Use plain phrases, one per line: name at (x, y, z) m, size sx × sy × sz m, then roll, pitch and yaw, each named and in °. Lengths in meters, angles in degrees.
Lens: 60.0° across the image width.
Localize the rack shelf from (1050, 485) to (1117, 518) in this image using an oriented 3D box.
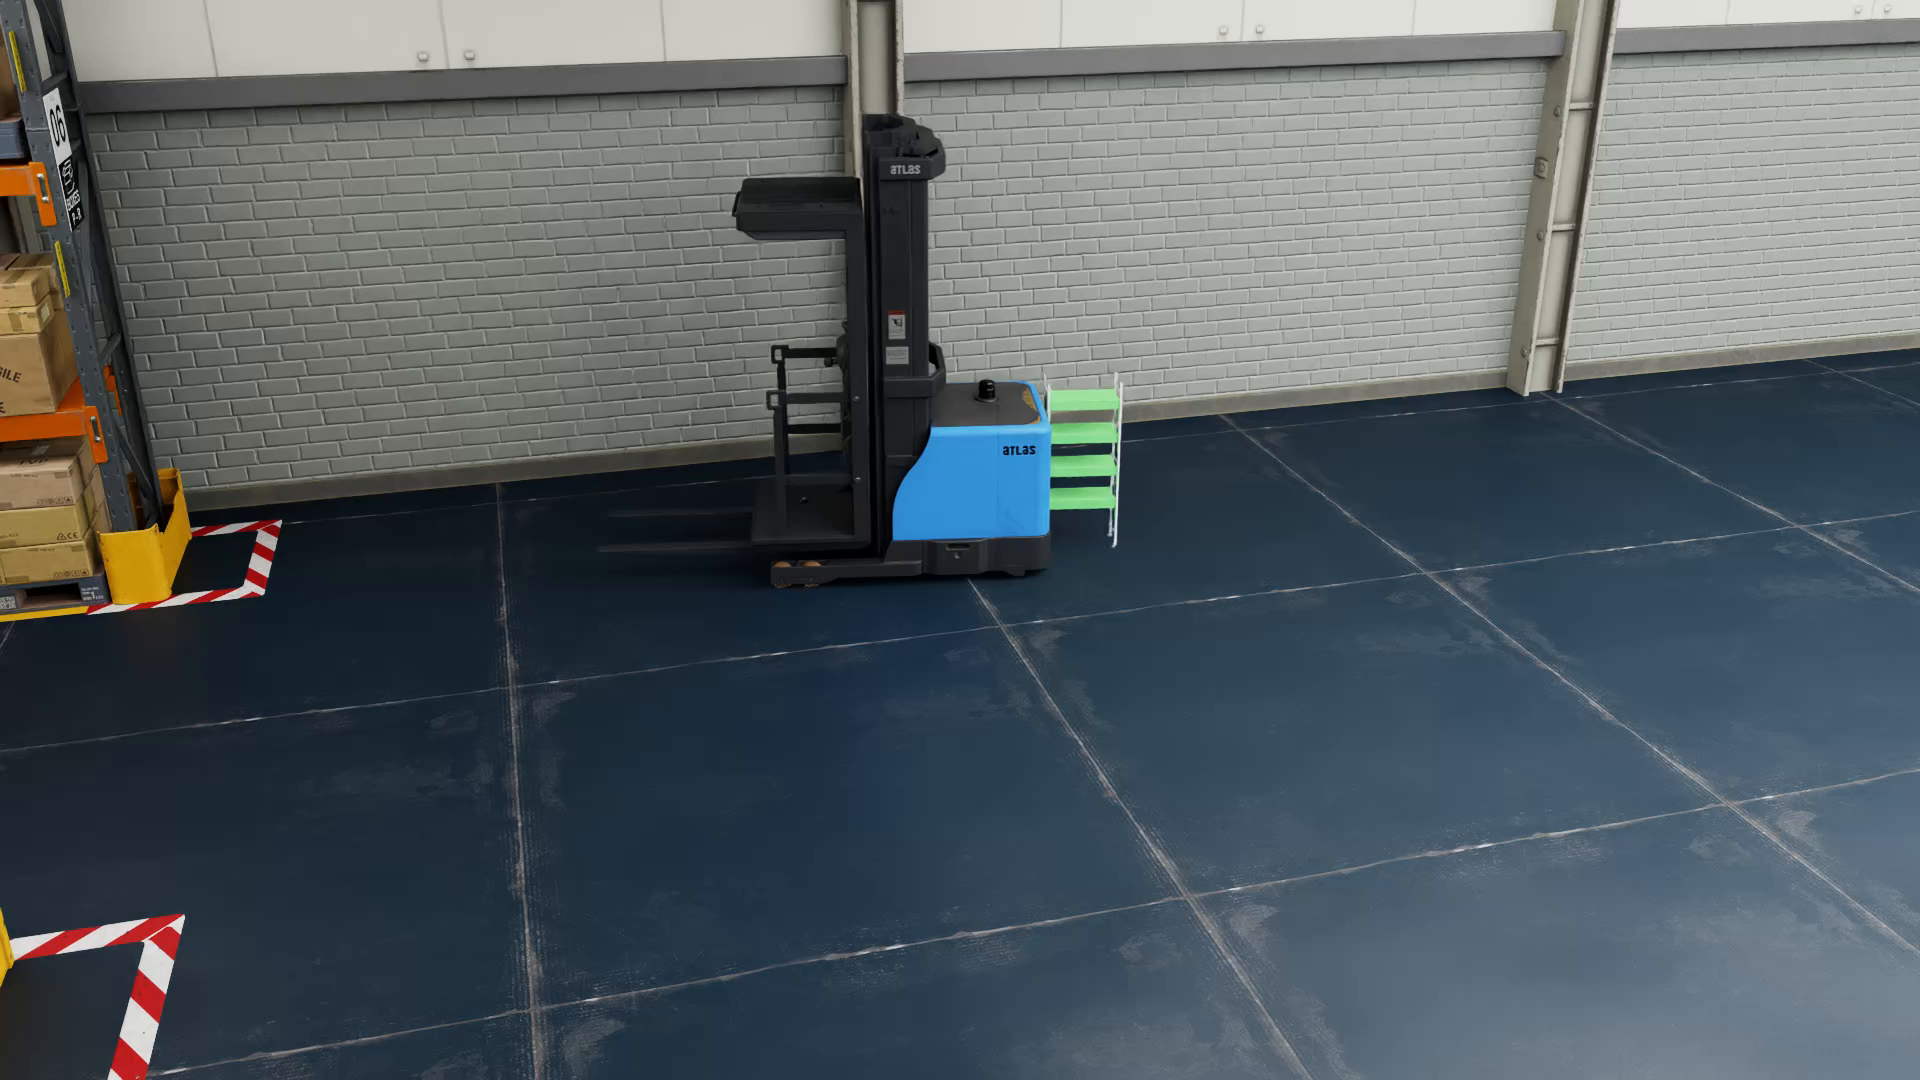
rack shelf at (0.834, -0.264, 11.614) m, size 0.480 × 0.148 × 0.258 m, roll -2°, pitch 23°, yaw -4°

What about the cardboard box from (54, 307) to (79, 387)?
cardboard box at (-6.055, -1.285, 10.814) m, size 0.500 × 0.500 × 0.500 m, roll -6°, pitch 24°, yaw -13°

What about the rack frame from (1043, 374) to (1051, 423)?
rack frame at (0.591, -0.536, 11.477) m, size 0.015 × 1.200 × 0.240 m, roll -2°, pitch 23°, yaw -4°

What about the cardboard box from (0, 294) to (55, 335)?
cardboard box at (-5.761, -1.387, 10.229) m, size 0.250 × 0.149 × 0.380 m, roll -6°, pitch 24°, yaw -14°

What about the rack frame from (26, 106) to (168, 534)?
rack frame at (-5.503, -1.186, 10.711) m, size 0.127 × 3.000 × 1.000 m, roll -6°, pitch 24°, yaw -14°

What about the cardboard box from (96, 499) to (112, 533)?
cardboard box at (-6.029, -0.138, 11.221) m, size 0.500 × 0.250 × 0.500 m, roll -6°, pitch 24°, yaw -14°

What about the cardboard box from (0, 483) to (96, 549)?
cardboard box at (-5.888, -0.175, 10.674) m, size 0.500 × 0.250 × 0.500 m, roll -7°, pitch 24°, yaw -15°

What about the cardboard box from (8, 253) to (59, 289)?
cardboard box at (-5.884, -1.712, 10.610) m, size 0.250 × 0.149 × 0.380 m, roll -7°, pitch 24°, yaw -15°

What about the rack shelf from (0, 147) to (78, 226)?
rack shelf at (-7.429, -2.021, 9.765) m, size 4.000 × 0.370 × 1.077 m, roll -6°, pitch 24°, yaw -14°

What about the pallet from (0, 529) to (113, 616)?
pallet at (-6.228, 0.192, 11.034) m, size 1.213 × 0.211 × 1.003 m, roll -6°, pitch 24°, yaw -14°

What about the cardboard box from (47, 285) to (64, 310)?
cardboard box at (-5.900, -1.593, 10.708) m, size 0.250 × 0.149 × 0.380 m, roll -7°, pitch 24°, yaw -16°

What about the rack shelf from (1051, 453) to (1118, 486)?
rack shelf at (0.834, -0.484, 11.519) m, size 0.480 × 0.148 × 0.258 m, roll -2°, pitch 23°, yaw -4°

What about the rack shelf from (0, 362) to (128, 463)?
rack shelf at (-7.429, -0.643, 10.356) m, size 4.000 × 0.370 × 1.077 m, roll -6°, pitch 24°, yaw -14°

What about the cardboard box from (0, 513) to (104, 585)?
cardboard box at (-5.870, 0.054, 10.774) m, size 0.500 × 0.250 × 0.500 m, roll -6°, pitch 24°, yaw -14°

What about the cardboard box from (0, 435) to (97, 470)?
cardboard box at (-6.017, -0.596, 11.021) m, size 0.500 × 0.250 × 0.500 m, roll -7°, pitch 24°, yaw -15°

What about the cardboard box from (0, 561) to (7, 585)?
cardboard box at (-6.352, 0.104, 10.659) m, size 0.500 × 0.250 × 0.500 m, roll -6°, pitch 24°, yaw -14°

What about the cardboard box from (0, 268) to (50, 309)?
cardboard box at (-5.791, -1.549, 10.229) m, size 0.250 × 0.149 × 0.380 m, roll -6°, pitch 24°, yaw -14°

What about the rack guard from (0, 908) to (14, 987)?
rack guard at (-4.232, 1.855, 6.794) m, size 0.348 × 0.500 × 1.175 m, roll -6°, pitch 24°, yaw -14°

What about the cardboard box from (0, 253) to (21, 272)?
cardboard box at (-6.157, -1.708, 10.599) m, size 0.250 × 0.149 × 0.380 m, roll -5°, pitch 24°, yaw -13°

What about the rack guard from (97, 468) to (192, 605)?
rack guard at (-5.480, -0.040, 11.210) m, size 0.348 × 0.500 × 1.175 m, roll -6°, pitch 24°, yaw -14°

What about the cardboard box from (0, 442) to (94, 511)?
cardboard box at (-5.862, -0.408, 10.583) m, size 0.500 × 0.250 × 0.500 m, roll -5°, pitch 24°, yaw -13°

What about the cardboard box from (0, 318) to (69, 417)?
cardboard box at (-5.906, -1.080, 10.336) m, size 0.500 × 0.500 × 0.500 m, roll -7°, pitch 24°, yaw -16°

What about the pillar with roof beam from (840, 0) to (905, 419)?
pillar with roof beam at (0.523, -3.216, 7.833) m, size 0.400 × 9.000 × 9.100 m, roll -6°, pitch 24°, yaw -14°

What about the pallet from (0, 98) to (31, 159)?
pallet at (-6.191, -2.459, 9.984) m, size 1.213 × 0.211 × 1.003 m, roll -6°, pitch 24°, yaw -14°

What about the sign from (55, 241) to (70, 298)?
sign at (-5.370, -1.620, 9.952) m, size 0.005 × 0.325 × 0.100 m, roll -6°, pitch 24°, yaw -14°

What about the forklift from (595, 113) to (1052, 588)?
forklift at (-0.933, -1.246, 10.937) m, size 3.031 × 2.935 × 1.130 m, roll -2°, pitch 23°, yaw -4°

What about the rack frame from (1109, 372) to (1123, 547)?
rack frame at (1.077, -0.550, 11.511) m, size 0.015 × 1.200 × 0.240 m, roll -2°, pitch 23°, yaw -4°

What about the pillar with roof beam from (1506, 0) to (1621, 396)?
pillar with roof beam at (6.300, -3.855, 9.322) m, size 0.400 × 9.000 × 9.100 m, roll -6°, pitch 24°, yaw -14°

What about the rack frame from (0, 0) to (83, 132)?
rack frame at (-5.503, -3.943, 9.528) m, size 0.127 × 3.000 × 1.000 m, roll -6°, pitch 24°, yaw -14°

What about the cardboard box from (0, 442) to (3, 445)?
cardboard box at (-6.497, -0.541, 10.894) m, size 0.500 × 0.250 × 0.500 m, roll -6°, pitch 24°, yaw -14°

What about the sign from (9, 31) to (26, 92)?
sign at (-5.370, -2.728, 9.477) m, size 0.005 × 0.325 × 0.100 m, roll -6°, pitch 24°, yaw -14°

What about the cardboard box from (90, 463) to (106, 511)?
cardboard box at (-6.012, -0.374, 11.139) m, size 0.500 × 0.250 × 0.500 m, roll -6°, pitch 24°, yaw -13°

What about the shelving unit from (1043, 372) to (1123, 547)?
shelving unit at (0.834, -0.543, 11.494) m, size 0.503 × 1.200 × 0.258 m, roll -2°, pitch 23°, yaw -4°

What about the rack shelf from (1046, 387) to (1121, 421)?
rack shelf at (0.834, -0.925, 11.330) m, size 0.480 × 0.148 × 0.258 m, roll -2°, pitch 23°, yaw -4°

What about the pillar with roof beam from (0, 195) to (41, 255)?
pillar with roof beam at (-5.254, -2.577, 6.343) m, size 0.400 × 9.000 × 9.100 m, roll -6°, pitch 24°, yaw -14°

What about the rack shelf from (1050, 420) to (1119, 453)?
rack shelf at (0.834, -0.705, 11.424) m, size 0.480 × 0.148 × 0.258 m, roll -2°, pitch 23°, yaw -4°

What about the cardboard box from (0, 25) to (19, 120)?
cardboard box at (-5.864, -2.710, 9.671) m, size 0.500 × 0.500 × 0.500 m, roll -6°, pitch 24°, yaw -13°

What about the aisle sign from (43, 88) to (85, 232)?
aisle sign at (-5.361, -2.276, 9.955) m, size 0.004 × 0.787 × 0.394 m, roll -6°, pitch 24°, yaw -14°
